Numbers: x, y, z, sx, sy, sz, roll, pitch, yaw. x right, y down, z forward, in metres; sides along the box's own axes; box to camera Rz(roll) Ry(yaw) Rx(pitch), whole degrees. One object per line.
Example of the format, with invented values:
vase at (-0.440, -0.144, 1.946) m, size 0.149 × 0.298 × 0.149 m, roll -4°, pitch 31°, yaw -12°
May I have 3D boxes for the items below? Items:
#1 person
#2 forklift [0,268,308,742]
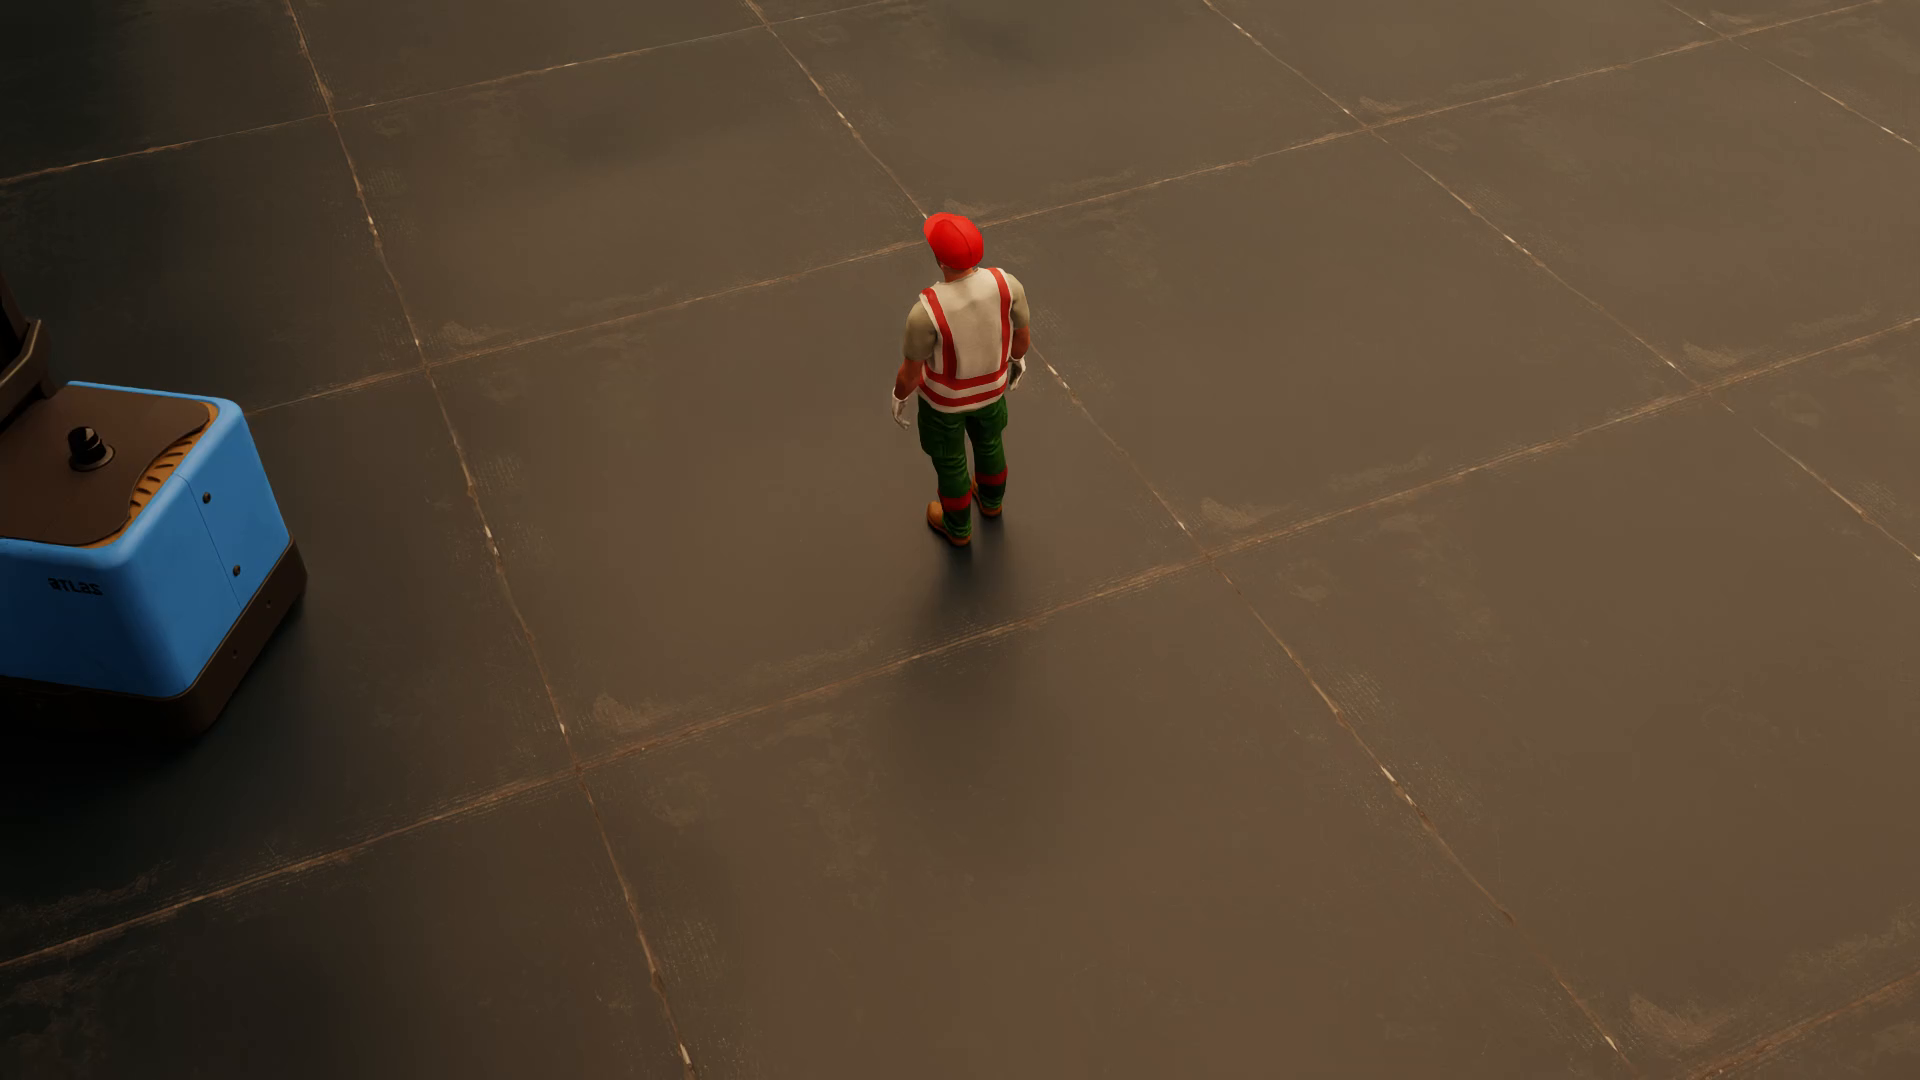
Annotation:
person at (-0.022, -0.713, 7.270) m, size 0.637 × 1.787 × 0.564 m, roll -18°, pitch 46°, yaw -18°
forklift at (-4.522, -0.721, 6.452) m, size 3.031 × 2.935 × 1.130 m, roll 7°, pitch 43°, yaw 7°
